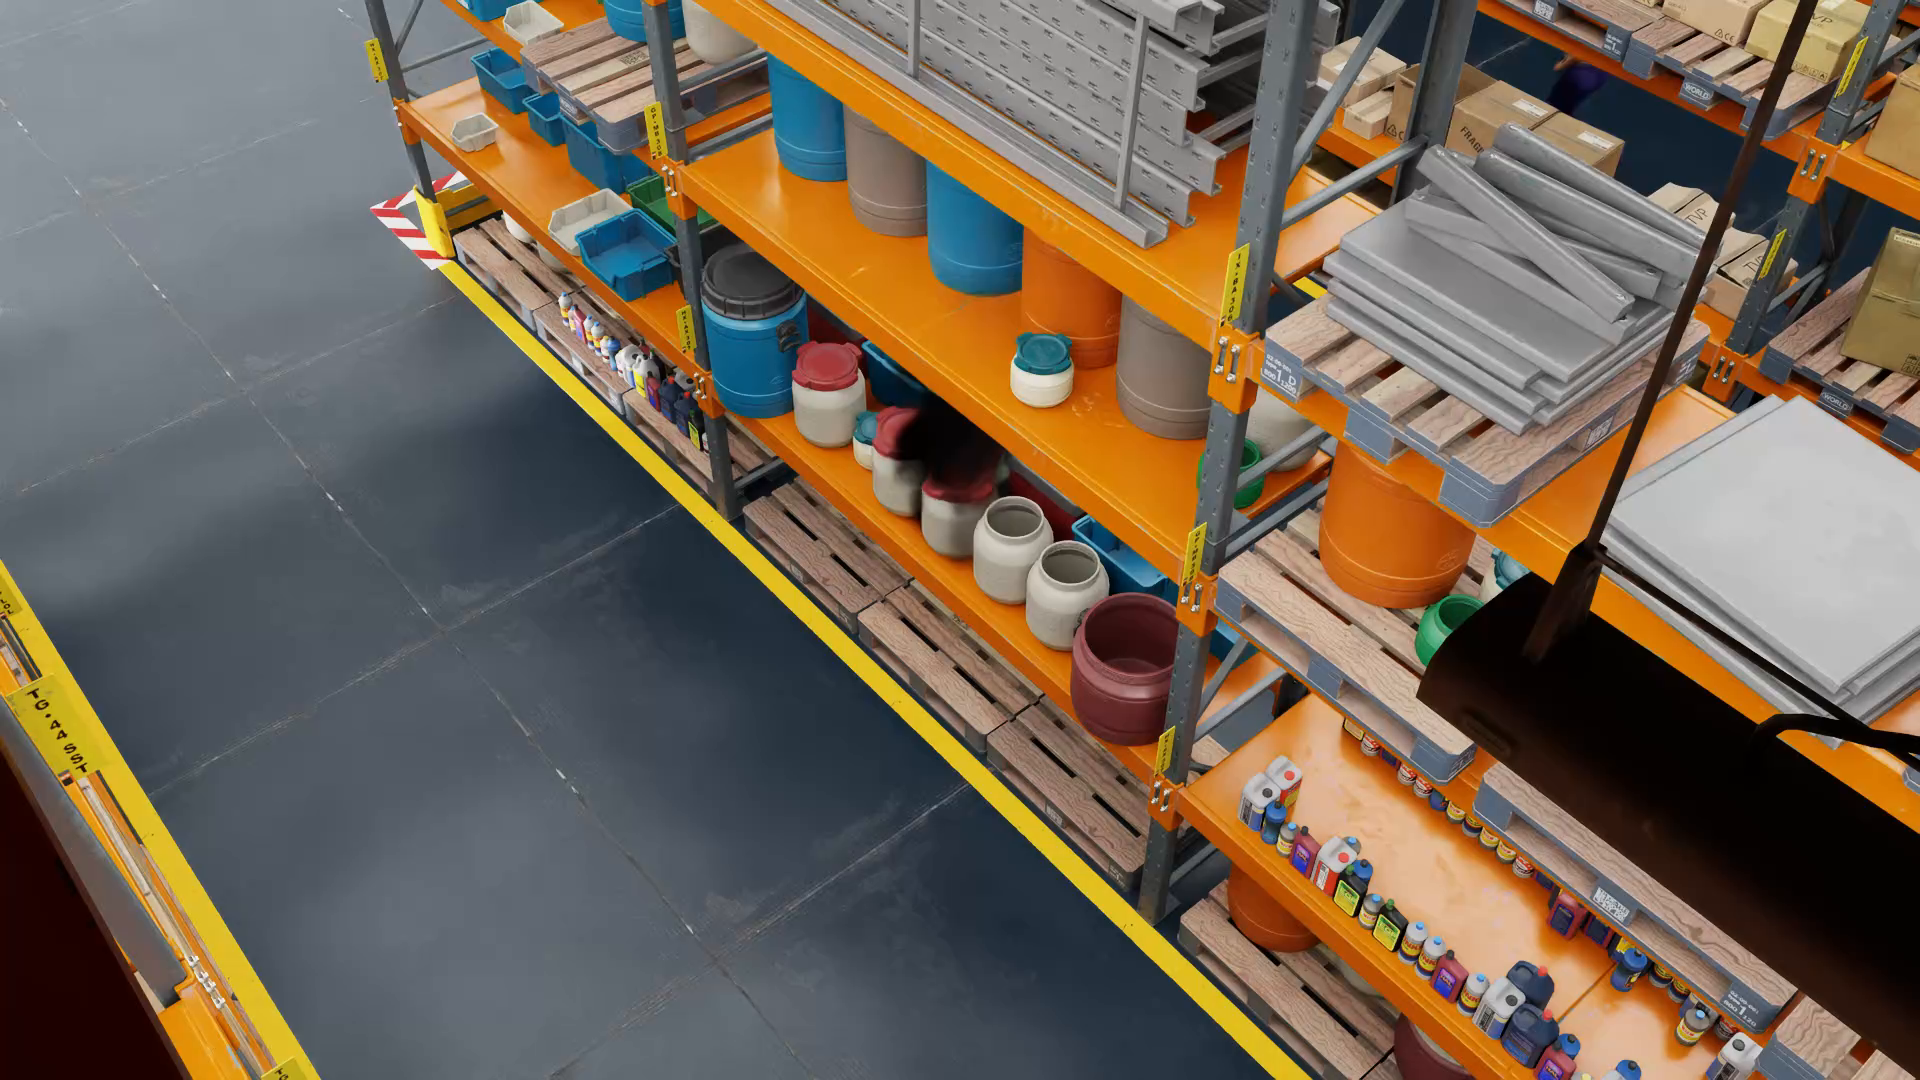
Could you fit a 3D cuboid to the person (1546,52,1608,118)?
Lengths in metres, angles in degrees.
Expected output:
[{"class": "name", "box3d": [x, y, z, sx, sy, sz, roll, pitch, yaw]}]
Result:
[{"class": "person", "box3d": [5.042, -3.716, 13.419, 0.631, 1.635, 0.789, -33, 55, -27]}]
